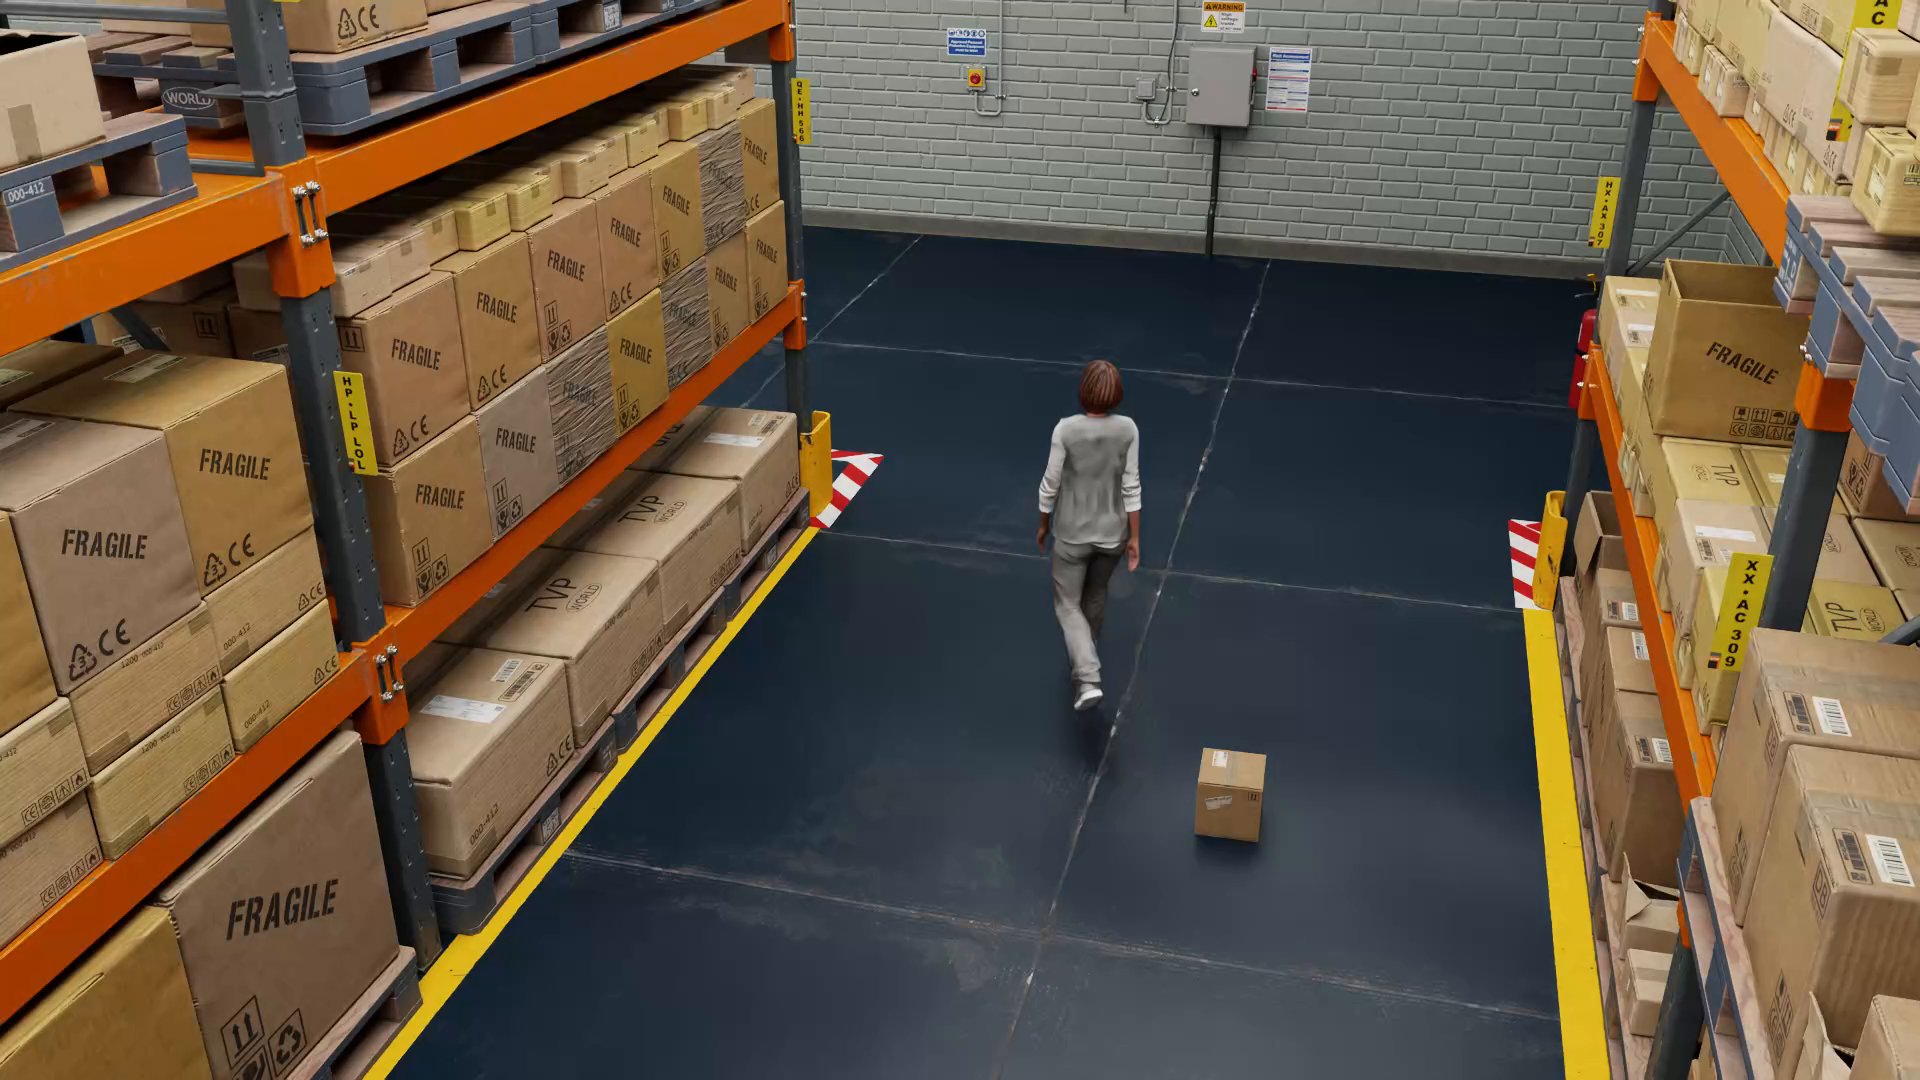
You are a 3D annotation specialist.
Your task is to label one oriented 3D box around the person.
[{"bbox_3d":[0.557,-0.011,7.128,0.428,1.559,0.833,-3,26,-6],"label":"person"}]
